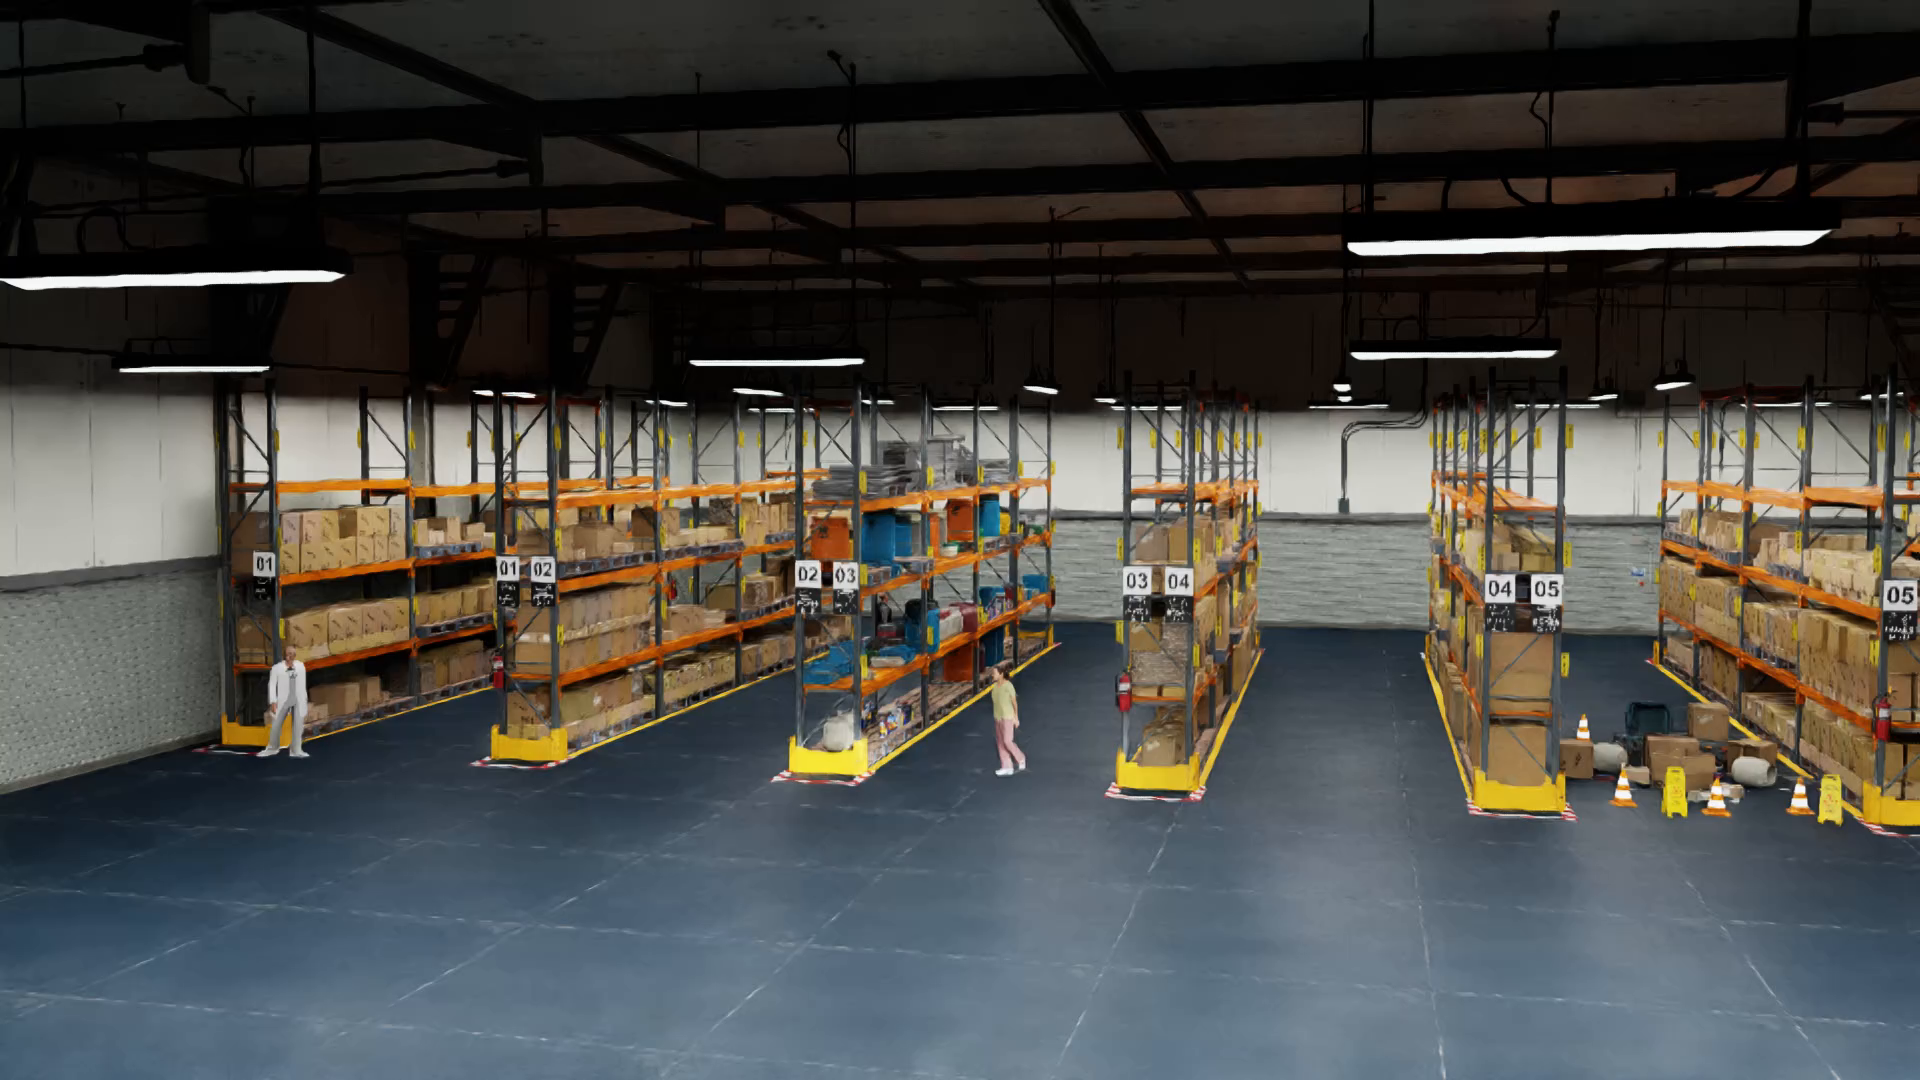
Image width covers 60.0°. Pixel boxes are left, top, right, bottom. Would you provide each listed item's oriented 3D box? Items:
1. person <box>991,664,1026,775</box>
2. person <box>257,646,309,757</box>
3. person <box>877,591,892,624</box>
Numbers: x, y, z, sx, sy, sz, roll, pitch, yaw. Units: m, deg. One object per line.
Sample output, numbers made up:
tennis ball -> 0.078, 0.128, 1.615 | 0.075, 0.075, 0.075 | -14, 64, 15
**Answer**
person -> 0.733, 2.679, 24.924 | 0.506, 1.664, 0.513 | -3, 4, -39
person -> -10.674, 2.547, 26.192 | 0.769, 1.773, 0.512 | -2, 4, -32
person -> -1.618, 1.960, 36.076 | 0.463, 1.731, 0.598 | -1, 4, -13
